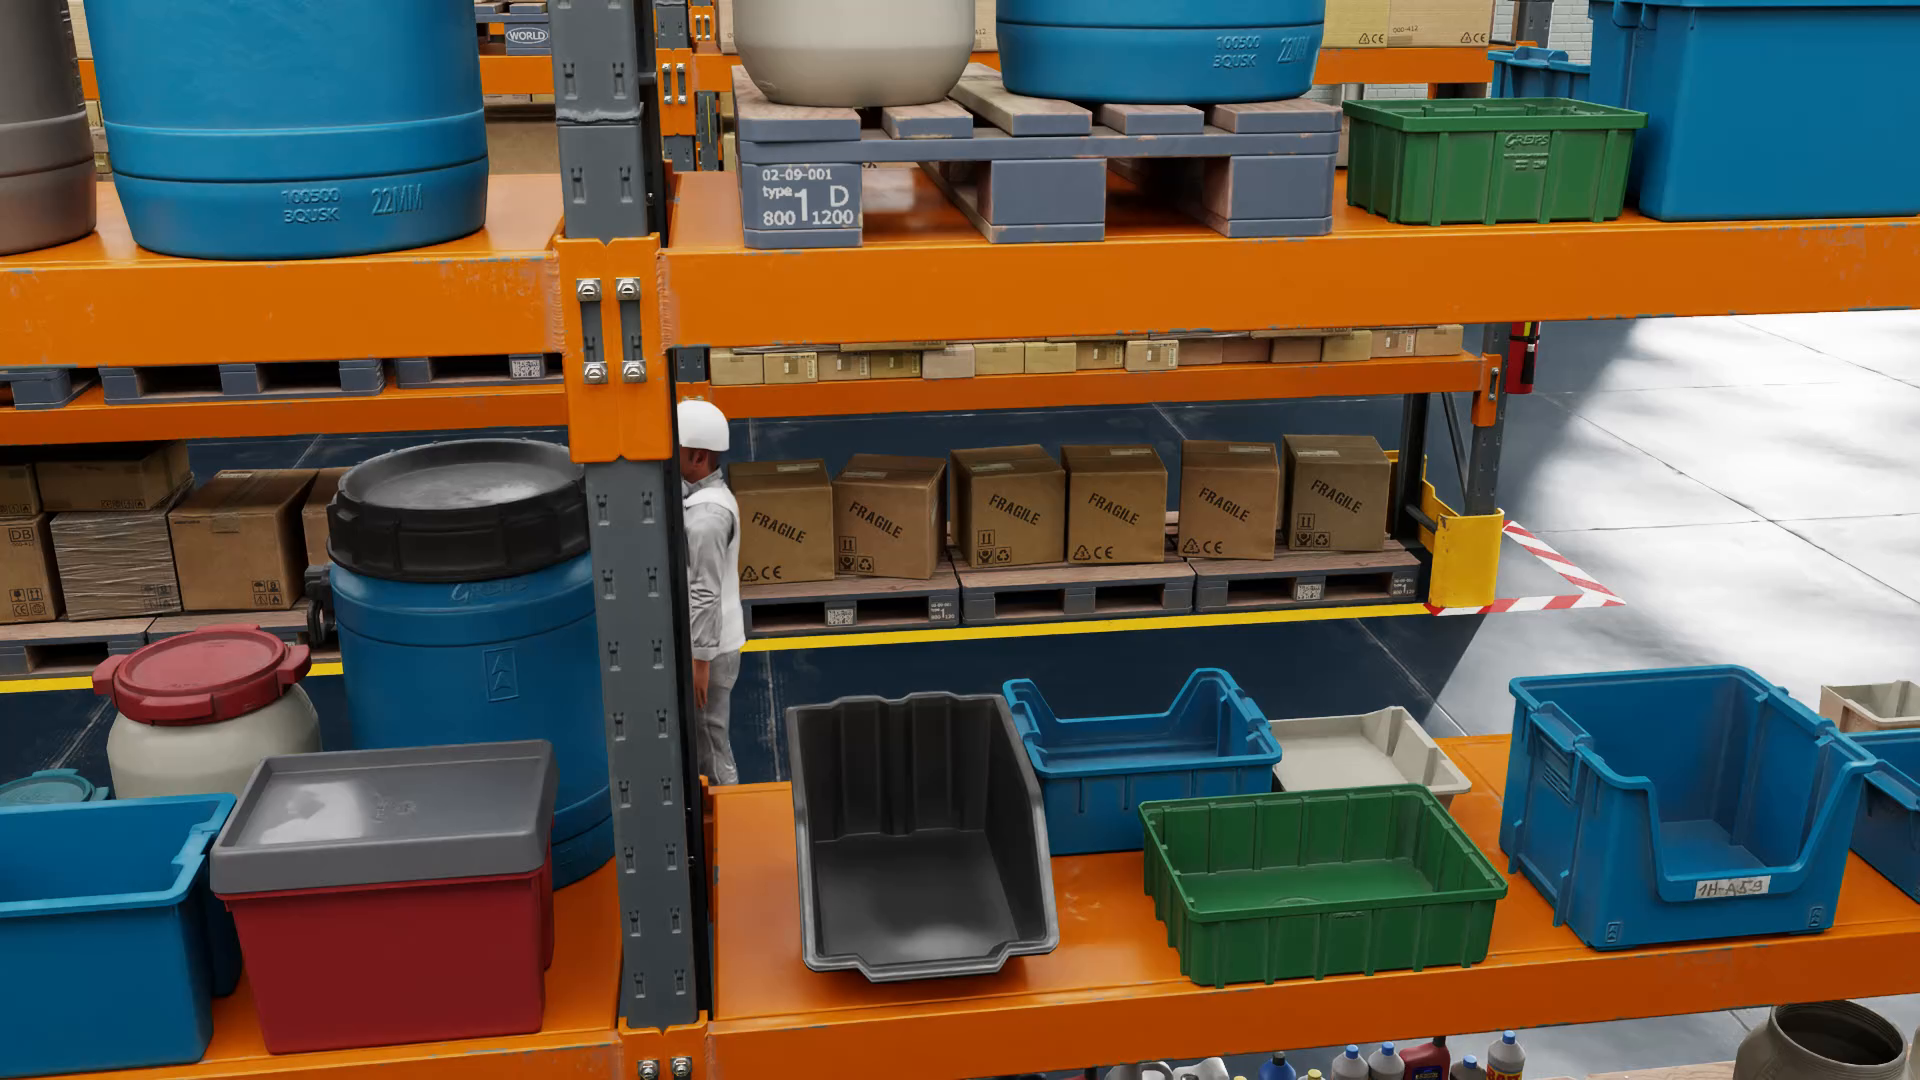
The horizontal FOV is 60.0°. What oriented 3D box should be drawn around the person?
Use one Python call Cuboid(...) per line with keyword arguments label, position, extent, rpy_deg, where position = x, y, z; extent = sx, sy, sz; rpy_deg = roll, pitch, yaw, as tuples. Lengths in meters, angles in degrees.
Cuboid(label="person", position=(-0.948, 0.381, 5.978), extent=(0.356, 1.781, 0.572), rpy_deg=(-2, 20, -6))
